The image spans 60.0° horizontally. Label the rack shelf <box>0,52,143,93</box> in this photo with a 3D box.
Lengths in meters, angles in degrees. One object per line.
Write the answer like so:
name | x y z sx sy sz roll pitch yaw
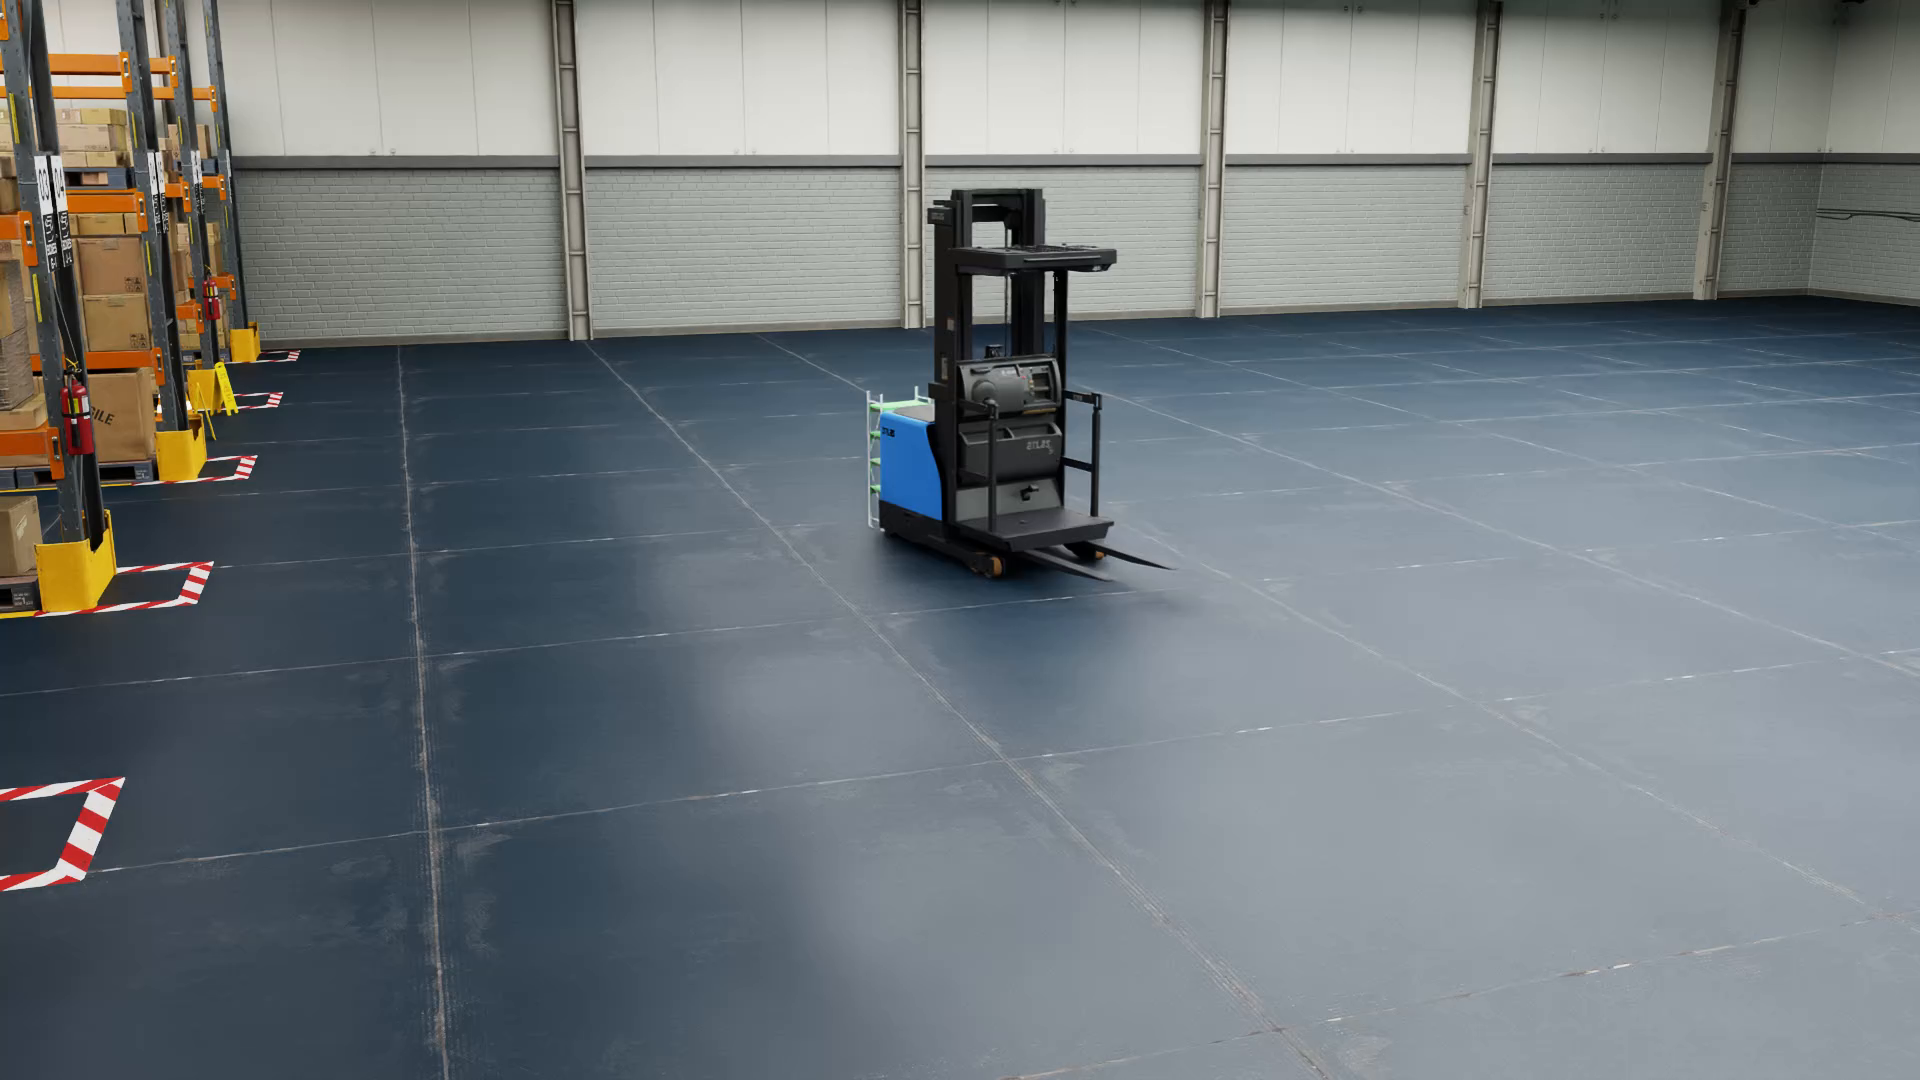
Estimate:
rack shelf | -9.925 -4.401 15.616 4.000 0.370 1.077 -4 14 -18

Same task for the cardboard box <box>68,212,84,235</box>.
cardboard box | -11.051 -3.751 20.410 0.500 0.500 0.700 -5 14 -19

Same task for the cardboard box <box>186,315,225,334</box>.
cardboard box | -11.652 -3.346 25.683 0.500 0.250 0.500 -5 14 -19

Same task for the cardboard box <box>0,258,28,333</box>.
cardboard box | -7.151 -1.778 12.116 0.500 0.500 0.500 -4 14 -18

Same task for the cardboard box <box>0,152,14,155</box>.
cardboard box | -8.958 -3.609 15.772 0.250 0.149 0.380 -4 14 -18

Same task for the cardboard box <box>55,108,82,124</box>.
cardboard box | -8.477 -4.035 15.838 0.250 0.149 0.380 -4 14 -18

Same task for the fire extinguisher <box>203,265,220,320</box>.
fire extinguisher | -9.448 -3.122 20.954 0.183 0.674 0.296 -4 14 -18

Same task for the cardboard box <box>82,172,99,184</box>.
cardboard box | -10.702 -4.460 20.472 0.250 0.149 0.380 -4 14 -18

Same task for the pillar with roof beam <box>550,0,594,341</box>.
pillar with roof beam | -5.178 -6.904 23.723 0.400 9.000 9.100 -4 14 -18

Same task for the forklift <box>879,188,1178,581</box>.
forklift | 0.521 -1.254 13.083 1.130 2.935 3.031 -8 16 -32

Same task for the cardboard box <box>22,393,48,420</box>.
cardboard box | -6.889 -0.988 12.357 0.250 0.149 0.380 -4 14 -18

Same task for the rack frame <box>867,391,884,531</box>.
rack frame | -0.731 -0.682 14.416 0.015 1.200 0.240 -9 16 -32

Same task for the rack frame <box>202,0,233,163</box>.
rack frame | -11.290 -7.259 25.216 0.127 3.000 1.000 -4 14 -18

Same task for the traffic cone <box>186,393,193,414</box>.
traffic cone | -9.024 -1.485 19.387 0.334 0.463 0.336 -4 14 -18

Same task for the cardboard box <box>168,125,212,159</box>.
cardboard box | -11.632 -6.016 25.129 0.500 0.500 0.500 -4 14 -16

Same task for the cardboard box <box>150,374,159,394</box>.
cardboard box | -10.407 -1.999 21.098 0.500 0.250 0.500 -5 14 -18

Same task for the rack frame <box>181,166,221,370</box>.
rack frame | -9.704 -3.252 21.335 0.127 3.000 1.000 -4 14 -18

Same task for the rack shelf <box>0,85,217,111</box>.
rack shelf | -13.186 -6.567 24.725 4.000 0.370 1.077 -4 14 -18

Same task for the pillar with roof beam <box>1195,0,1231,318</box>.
pillar with roof beam | 6.195 -7.790 27.447 0.400 9.000 9.100 -4 14 -18

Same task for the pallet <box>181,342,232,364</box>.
pallet | -12.002 -2.919 25.957 1.213 0.211 1.003 -4 14 -18

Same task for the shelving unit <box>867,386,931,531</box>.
shelving unit | -0.527 -0.713 14.546 0.503 1.200 0.258 -9 16 -32

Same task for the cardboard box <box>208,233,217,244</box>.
cardboard box | -11.530 -4.618 25.458 0.250 0.149 0.380 -4 14 -17

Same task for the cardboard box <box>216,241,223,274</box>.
cardboard box | -11.849 -4.414 26.001 0.500 0.500 0.500 -4 14 -16

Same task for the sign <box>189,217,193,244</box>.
sign | -9.546 -3.846 20.646 0.005 0.325 0.100 -4 14 -18

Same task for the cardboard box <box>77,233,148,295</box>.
cardboard box | -8.393 -2.754 16.580 0.550 0.550 0.875 -4 14 -18

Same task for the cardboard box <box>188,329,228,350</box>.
cardboard box | -11.635 -3.104 25.743 0.500 0.250 0.500 -4 14 -18

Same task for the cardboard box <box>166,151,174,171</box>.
cardboard box | -10.265 -4.805 21.060 0.500 0.250 0.500 -5 14 -19

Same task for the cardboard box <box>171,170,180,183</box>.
cardboard box | -10.122 -4.636 21.213 0.250 0.149 0.380 -4 14 -18

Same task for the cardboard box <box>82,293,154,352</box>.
cardboard box | -8.367 -2.210 16.627 0.550 0.550 0.875 -4 14 -18

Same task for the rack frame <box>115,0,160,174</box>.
rack frame | -8.029 -5.093 16.107 0.127 3.000 1.000 -4 14 -18

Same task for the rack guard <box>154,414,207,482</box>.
rack guard | -8.007 -0.960 17.098 0.348 0.500 1.175 -4 14 -18

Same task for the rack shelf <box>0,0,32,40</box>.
rack shelf | -8.439 -3.498 10.966 4.000 0.370 1.077 -4 14 -18

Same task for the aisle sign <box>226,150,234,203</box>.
aisle sign | -11.135 -5.546 25.359 0.004 0.787 0.394 -4 14 -18

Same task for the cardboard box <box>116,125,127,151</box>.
cardboard box | -8.569 -3.979 16.464 0.500 0.250 0.500 -4 14 -18

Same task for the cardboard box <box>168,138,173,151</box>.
cardboard box | -10.106 -4.996 21.002 0.250 0.149 0.380 -5 14 -18

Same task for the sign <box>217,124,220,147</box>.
sign | -11.131 -6.072 24.965 0.005 0.325 0.100 -4 14 -18

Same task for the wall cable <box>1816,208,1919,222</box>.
wall cable | 19.409 -8.037 35.193 0.112 2.526 3.097 -4 14 -18

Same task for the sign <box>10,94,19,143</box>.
sign | -6.385 -2.846 11.229 0.005 0.325 0.100 -4 14 -18

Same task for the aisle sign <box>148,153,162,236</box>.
aisle sign | -7.866 -3.378 16.246 0.004 0.787 0.394 -4 14 -18

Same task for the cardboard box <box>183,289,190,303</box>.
cardboard box | -10.092 -3.151 21.449 0.250 0.149 0.380 -4 14 -18

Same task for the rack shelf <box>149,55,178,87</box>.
rack shelf | -11.599 -5.672 20.103 4.000 0.370 1.077 -4 14 -18

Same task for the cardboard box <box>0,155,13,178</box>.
cardboard box | -6.707 -2.570 11.447 0.250 0.149 0.380 -4 14 -18

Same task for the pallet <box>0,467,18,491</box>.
pallet | -9.916 -0.652 16.429 1.213 0.211 1.003 -4 14 -18

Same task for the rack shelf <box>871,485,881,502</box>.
rack shelf | -0.527 -0.417 14.616 0.480 0.148 0.258 -9 16 -32

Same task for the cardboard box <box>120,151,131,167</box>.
cardboard box | -8.456 -3.809 16.613 0.250 0.149 0.380 -4 14 -18

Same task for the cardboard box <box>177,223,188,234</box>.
cardboard box | -11.787 -4.752 25.378 0.250 0.149 0.380 -4 14 -18
